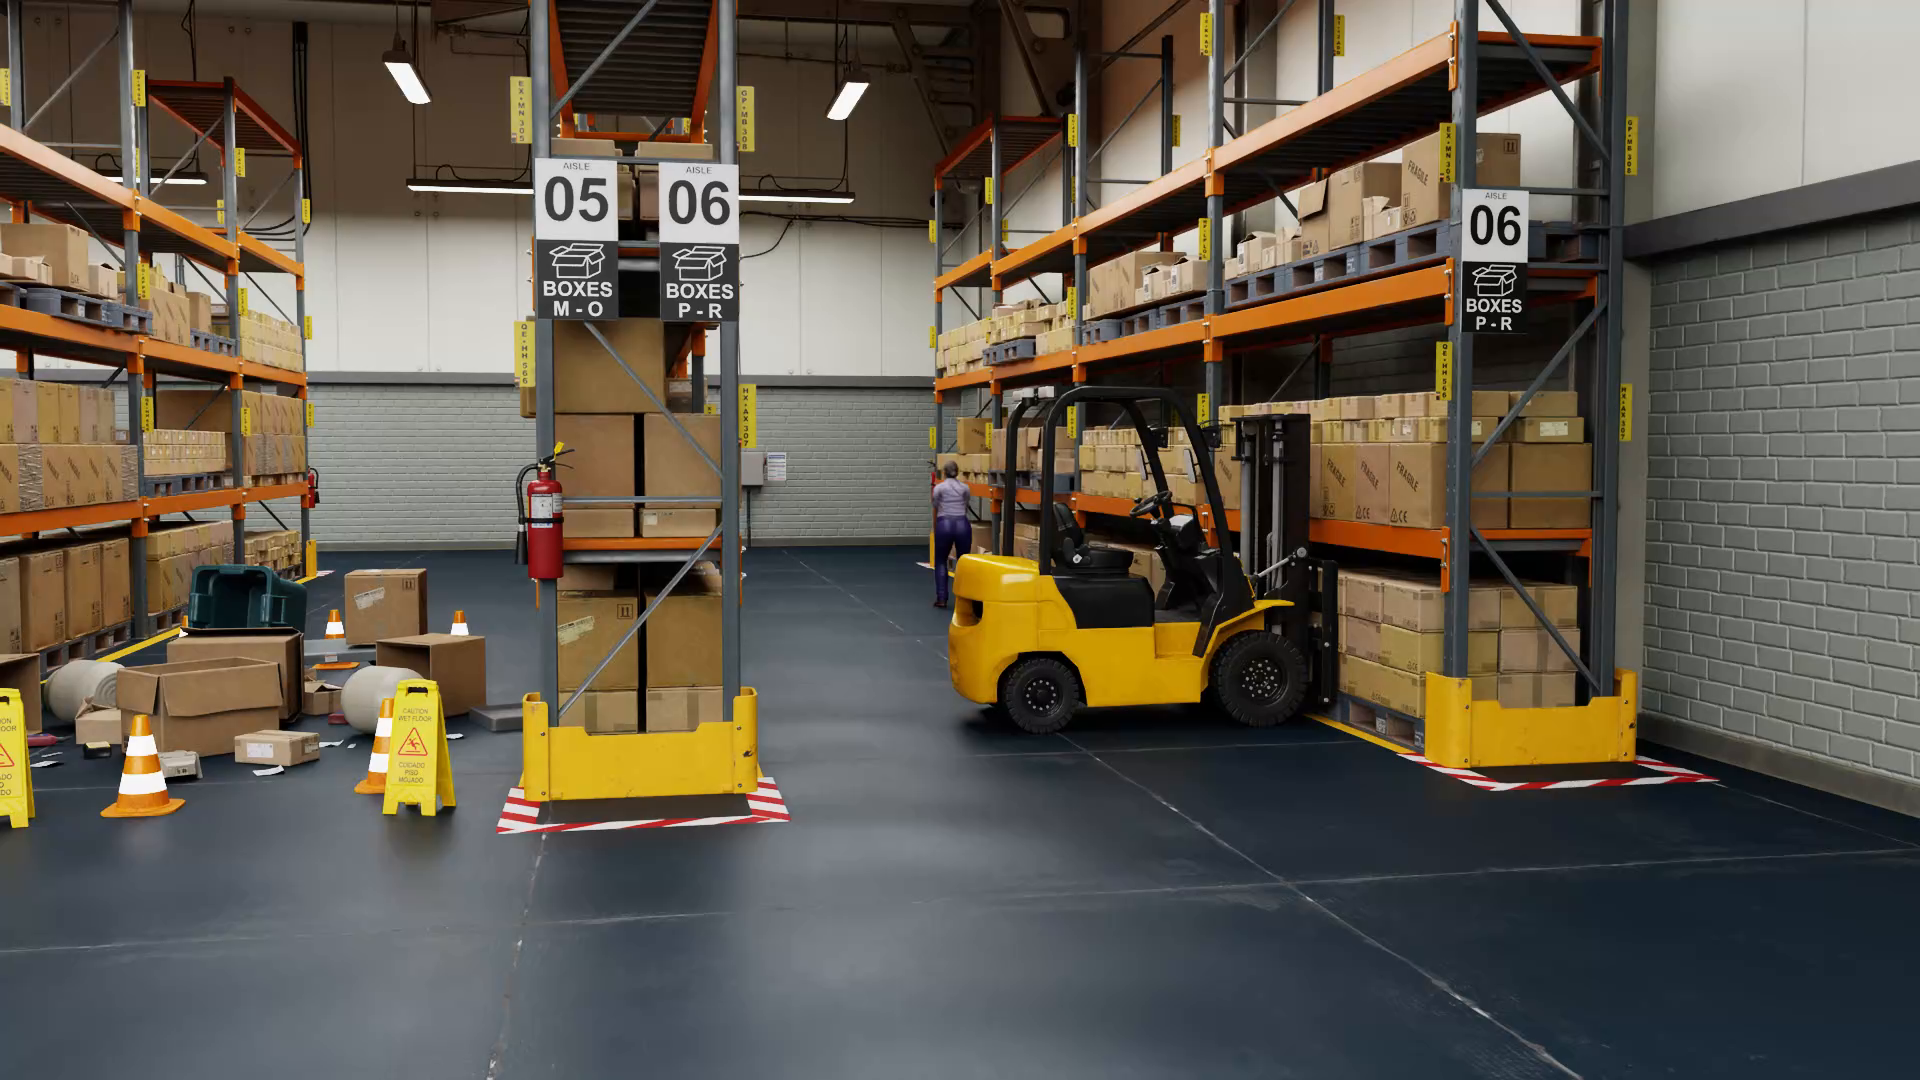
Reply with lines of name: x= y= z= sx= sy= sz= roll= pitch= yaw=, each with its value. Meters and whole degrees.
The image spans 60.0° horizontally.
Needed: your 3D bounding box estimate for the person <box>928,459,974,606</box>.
person: x=-0.089 y=-0.077 z=18.637 sx=0.557 sy=1.651 sz=0.367 roll=-1 pitch=3 yaw=-15
